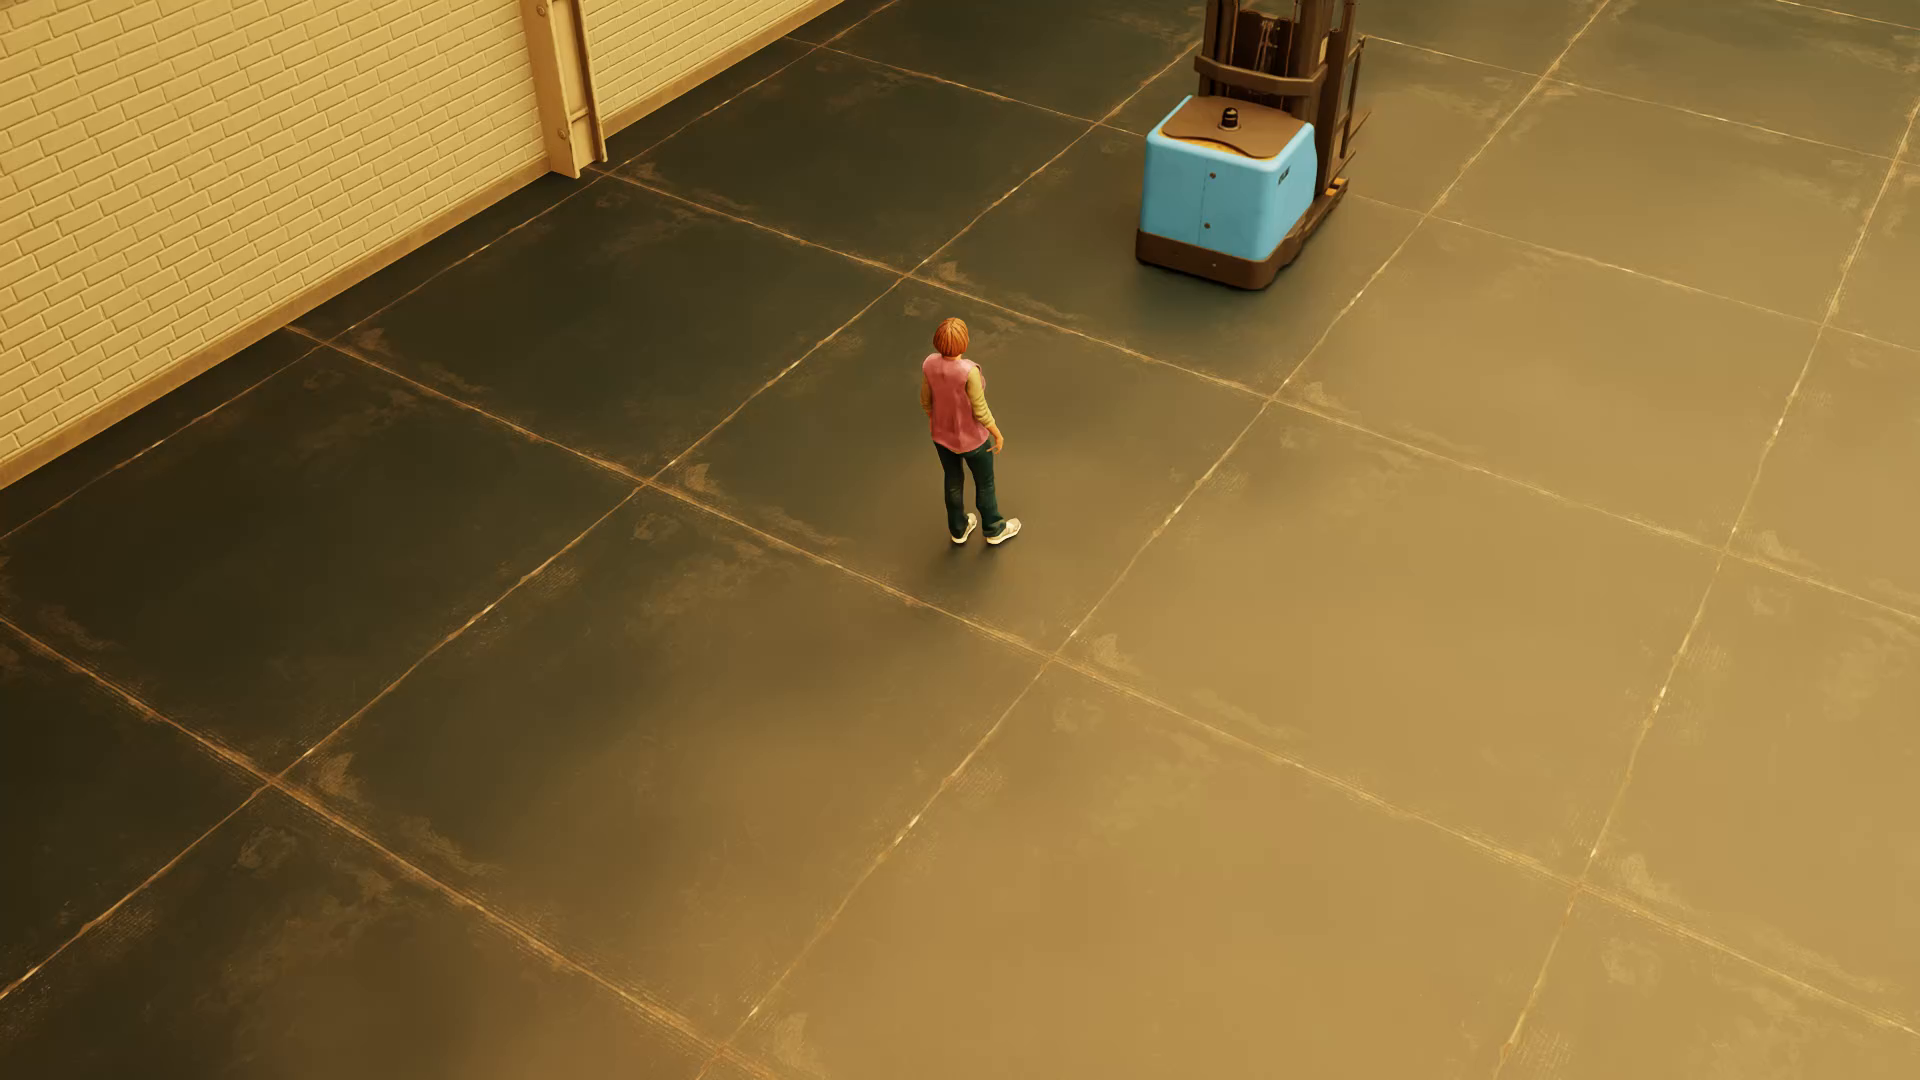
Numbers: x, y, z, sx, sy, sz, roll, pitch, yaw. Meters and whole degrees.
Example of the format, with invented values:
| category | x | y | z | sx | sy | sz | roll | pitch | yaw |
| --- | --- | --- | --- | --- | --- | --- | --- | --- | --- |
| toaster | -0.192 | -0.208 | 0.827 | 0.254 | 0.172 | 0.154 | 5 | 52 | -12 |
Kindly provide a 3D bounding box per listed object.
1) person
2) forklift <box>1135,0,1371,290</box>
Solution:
| category | x | y | z | sx | sy | sz | roll | pitch | yaw |
| --- | --- | --- | --- | --- | --- | --- | --- | --- | --- |
| person | 0.051 | -0.650 | 9.754 | 0.520 | 1.597 | 0.476 | 22 | 45 | 24 |
| forklift | 2.496 | -3.908 | 12.579 | 1.130 | 2.935 | 3.031 | 20 | 44 | 22 |
